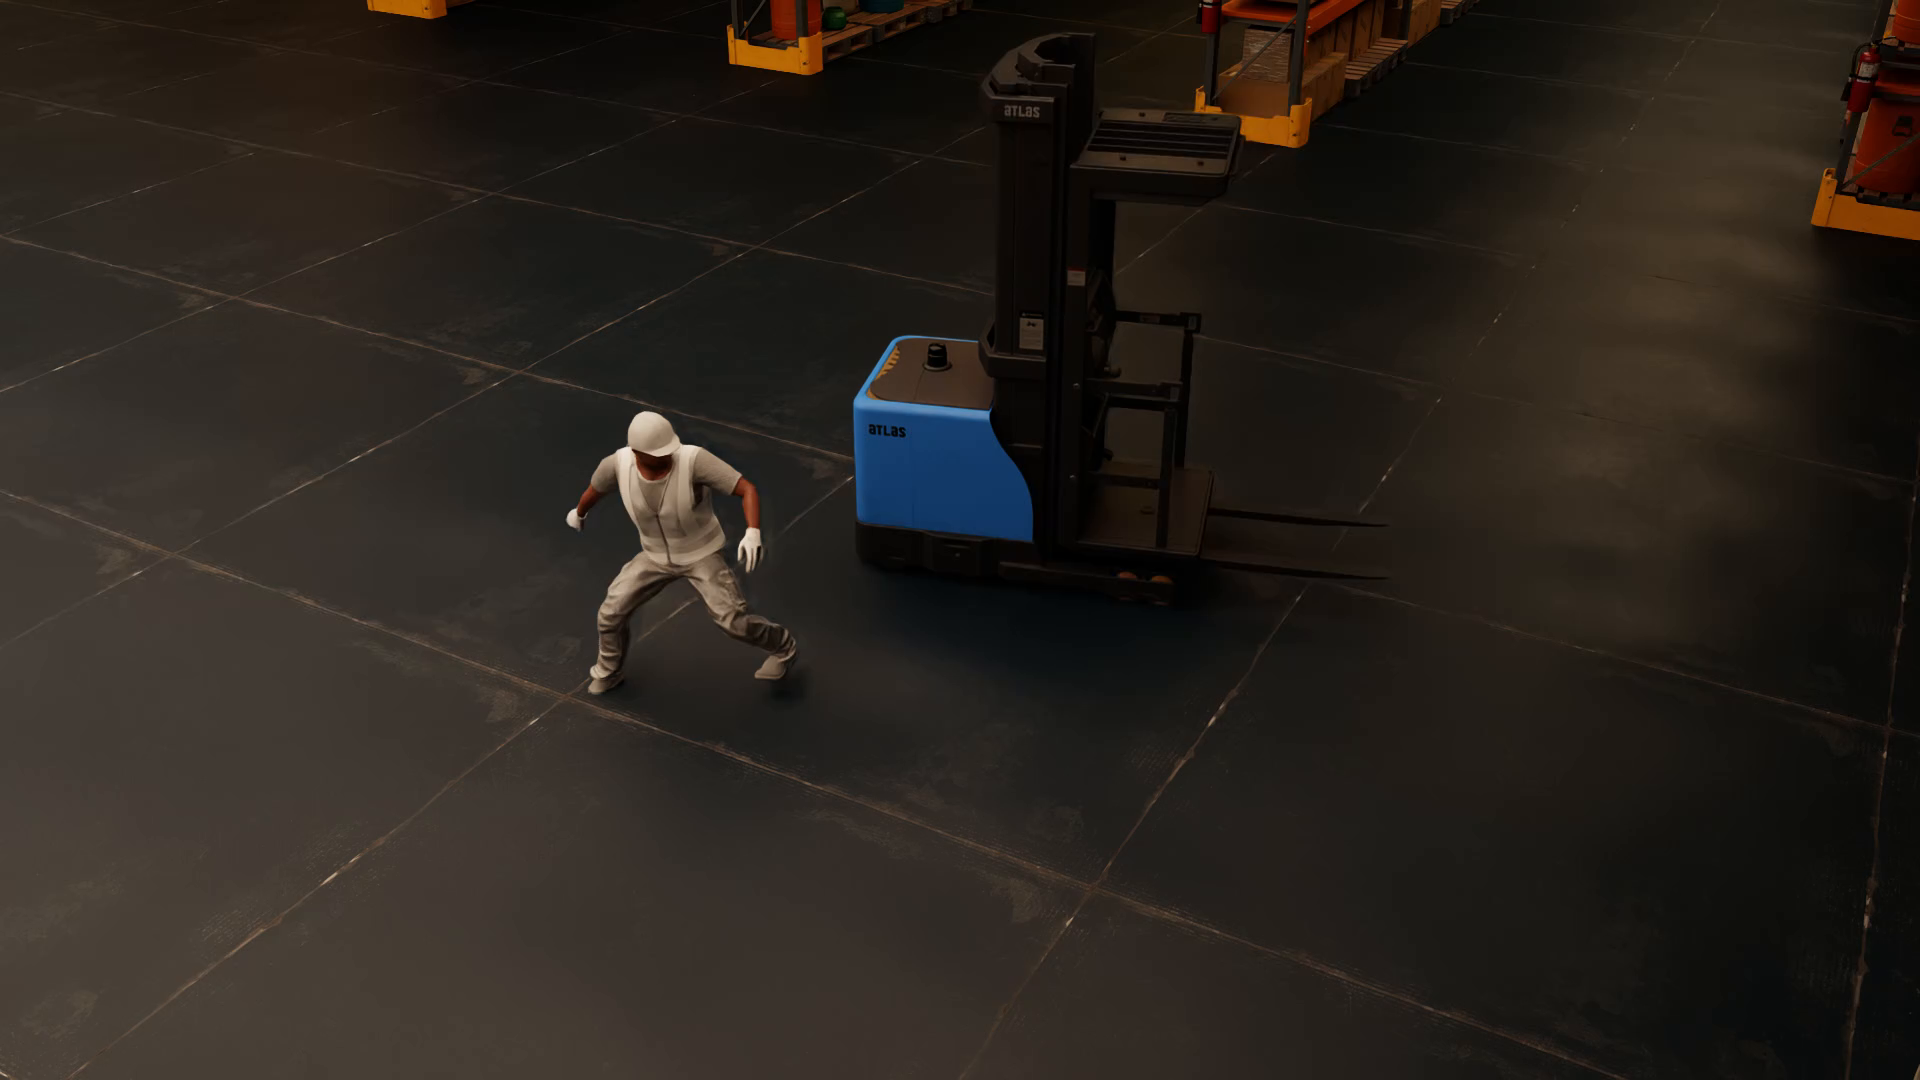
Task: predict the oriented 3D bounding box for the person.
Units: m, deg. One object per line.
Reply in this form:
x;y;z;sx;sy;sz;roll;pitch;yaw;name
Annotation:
-1.486;0.082;8.328;1.232;1.696;0.556;8;31;14;person

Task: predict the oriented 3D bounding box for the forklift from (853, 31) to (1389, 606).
0.961;-1.191;9.135;3.031;2.935;1.130;6;31;11;forklift
